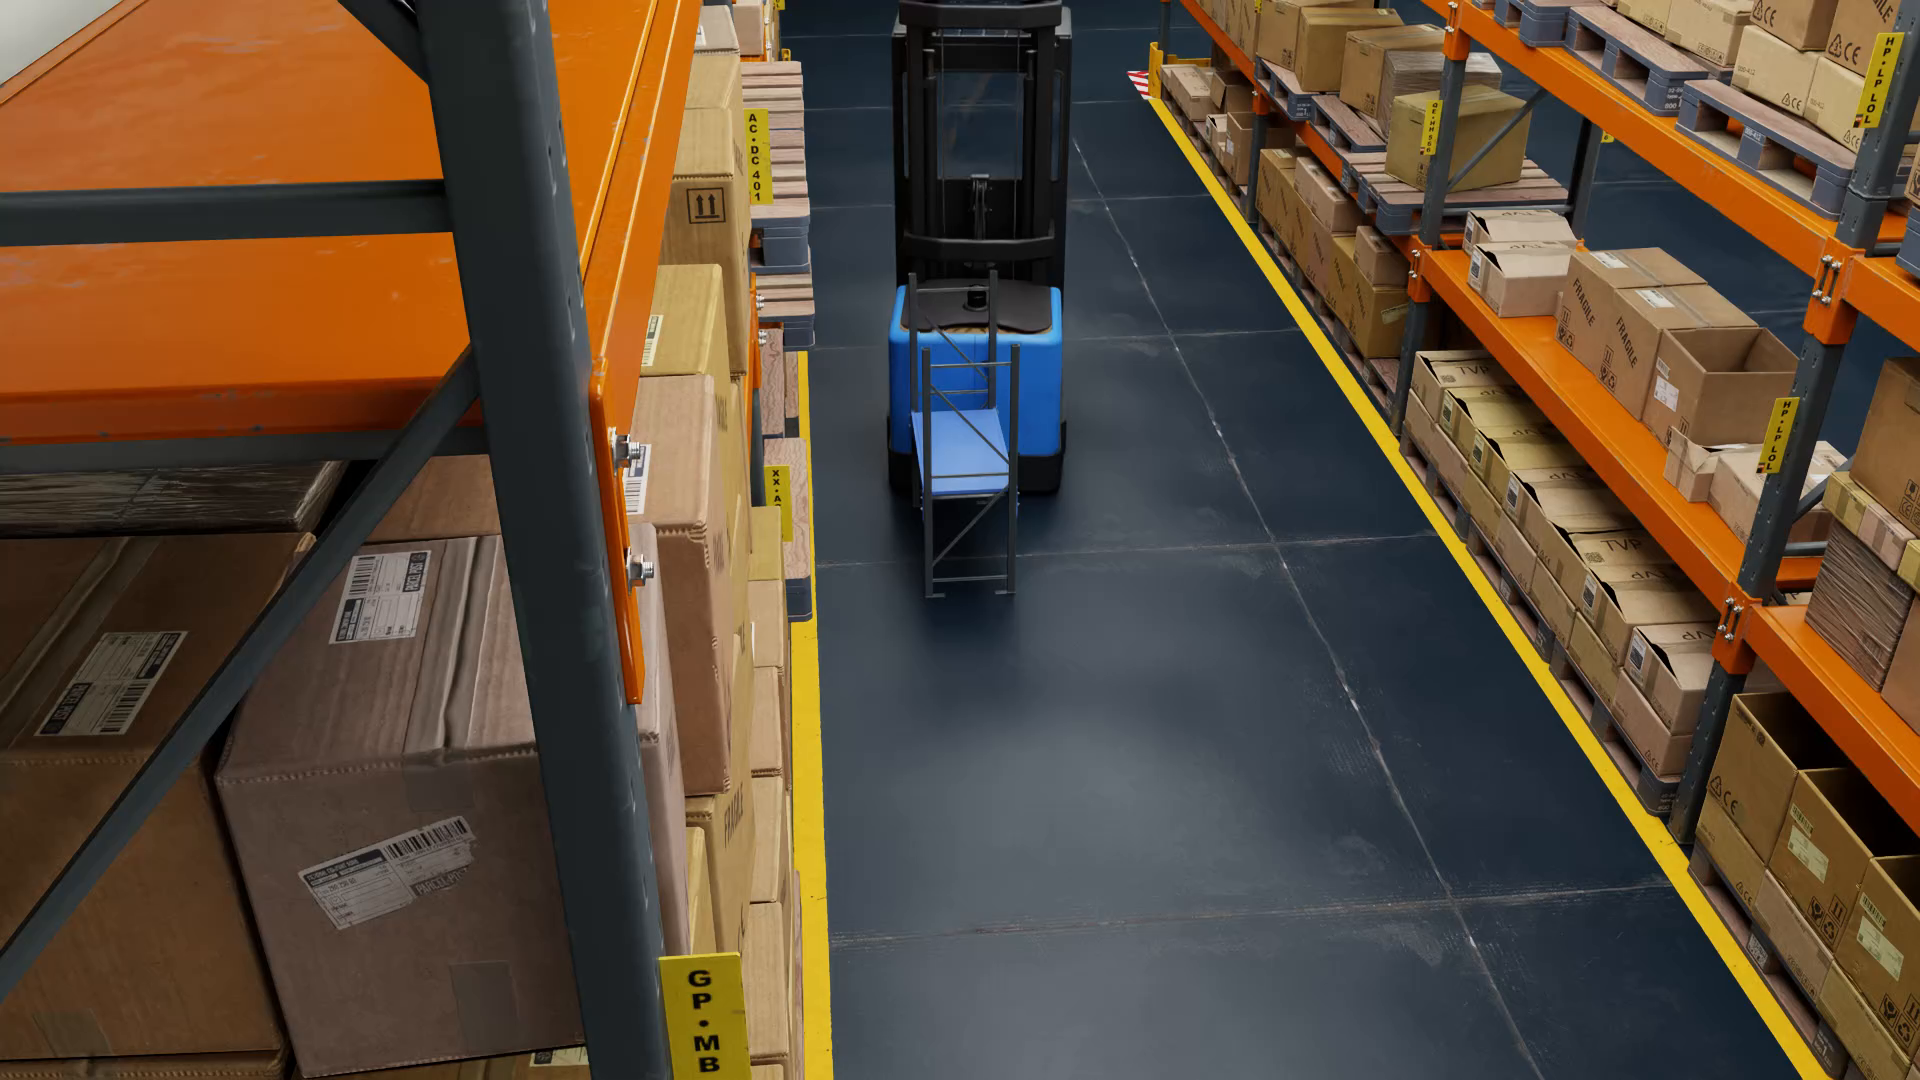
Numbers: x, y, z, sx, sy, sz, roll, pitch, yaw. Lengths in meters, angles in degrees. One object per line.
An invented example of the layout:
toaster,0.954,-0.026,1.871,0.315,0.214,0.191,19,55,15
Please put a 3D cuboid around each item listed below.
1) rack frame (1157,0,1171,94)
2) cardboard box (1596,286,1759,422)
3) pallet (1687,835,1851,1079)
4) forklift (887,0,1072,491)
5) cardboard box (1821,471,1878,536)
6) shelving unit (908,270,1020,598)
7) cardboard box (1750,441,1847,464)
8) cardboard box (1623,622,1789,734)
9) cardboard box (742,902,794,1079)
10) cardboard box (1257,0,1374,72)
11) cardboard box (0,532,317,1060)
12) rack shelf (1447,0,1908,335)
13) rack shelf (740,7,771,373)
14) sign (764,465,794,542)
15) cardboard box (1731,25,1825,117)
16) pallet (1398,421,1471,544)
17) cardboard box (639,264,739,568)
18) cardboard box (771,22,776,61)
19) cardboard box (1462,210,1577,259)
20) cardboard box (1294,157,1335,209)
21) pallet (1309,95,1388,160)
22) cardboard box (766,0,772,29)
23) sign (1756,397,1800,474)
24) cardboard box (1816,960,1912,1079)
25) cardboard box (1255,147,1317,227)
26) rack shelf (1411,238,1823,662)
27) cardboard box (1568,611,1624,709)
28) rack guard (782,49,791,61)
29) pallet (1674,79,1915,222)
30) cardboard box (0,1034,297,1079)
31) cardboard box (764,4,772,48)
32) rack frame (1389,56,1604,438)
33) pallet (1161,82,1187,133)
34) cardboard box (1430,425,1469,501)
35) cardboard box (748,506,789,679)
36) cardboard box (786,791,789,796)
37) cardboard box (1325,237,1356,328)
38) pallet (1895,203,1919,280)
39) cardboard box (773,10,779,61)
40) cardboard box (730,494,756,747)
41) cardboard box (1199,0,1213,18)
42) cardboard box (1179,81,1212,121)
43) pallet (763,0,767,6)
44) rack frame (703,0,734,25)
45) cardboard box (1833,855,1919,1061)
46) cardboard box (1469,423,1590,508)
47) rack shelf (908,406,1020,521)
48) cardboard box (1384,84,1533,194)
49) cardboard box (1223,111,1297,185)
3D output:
rack frame,2.591,-6.098,17.034,1.000,3.000,0.127,-3,31,-5
cardboard box,3.561,-0.932,8.287,0.500,0.500,0.500,-3,31,-5
pallet,3.745,1.634,6.809,1.003,0.211,1.213,-3,31,-5
forklift,0.140,-2.277,10.703,1.130,2.935,3.031,1,31,2
cardboard box,3.545,-0.146,6.340,0.380,0.149,0.250,-3,31,-5
shelving unit,0.008,-0.600,9.292,0.538,1.500,1.048,-3,31,-5
cardboard box,3.833,-0.326,7.615,0.380,0.149,0.250,-3,31,-5
cardboard box,3.389,0.595,7.554,0.500,0.311,0.500,-3,31,-5
cardboard box,-0.669,1.269,4.096,0.500,0.500,0.500,-4,31,-6
cardboard box,2.787,-4.026,13.059,0.700,0.500,0.500,-13,33,-21
cardboard box,-1.146,0.334,2.248,0.500,0.500,0.500,-1,31,-2
rack shelf,3.526,-1.971,7.902,1.077,0.370,4.000,-3,31,-5
rack shelf,-1.406,-1.732,7.501,1.077,0.370,4.000,-3,31,-5
sign,-0.679,-0.134,6.204,0.100,0.325,0.005,-3,31,-5
cardboard box,3.611,-1.970,6.935,0.500,0.250,0.500,-6,31,-9
pallet,3.377,-0.394,10.204,1.003,0.211,1.213,-3,31,-5
cardboard box,-0.695,-0.186,3.120,0.500,0.500,0.500,-2,31,-3
cardboard box,-1.615,-3.512,12.298,0.500,0.500,0.500,-3,31,-4
cardboard box,3.329,-1.787,9.904,0.500,0.311,0.500,-1,31,-1
cardboard box,2.861,-2.724,12.663,0.500,0.250,0.500,-3,31,-4
pallet,3.153,-2.924,11.907,1.003,0.211,1.213,-3,31,-5
cardboard box,-1.630,-3.830,12.098,0.500,0.250,0.500,-2,31,-4
sign,3.173,-0.403,6.448,0.100,0.325,0.005,-3,31,-5
cardboard box,3.537,1.791,6.098,0.500,0.250,0.500,-3,31,-5
cardboard box,2.768,-2.913,13.710,0.500,0.500,0.500,-4,31,-7
rack shelf,3.526,-0.684,8.671,1.077,0.370,4.000,-3,31,-5
cardboard box,3.340,0.573,8.138,0.500,0.250,0.500,-3,31,-5
rack guard,-2.342,-4.798,17.295,1.175,0.500,0.348,-3,31,-5
pallet,3.617,-1.627,6.810,0.805,0.209,1.217,-4,31,-7
cardboard box,-1.136,0.770,2.494,0.500,0.500,0.500,-1,31,-1
cardboard box,-1.582,-3.569,11.662,0.500,0.250,0.500,-2,31,-4
rack frame,3.339,-2.014,10.196,1.000,3.000,0.127,-3,31,-5
pallet,2.674,-4.455,17.003,1.003,0.211,1.213,-3,31,-5
cardboard box,3.143,-0.475,9.892,0.500,0.250,0.500,-4,31,-6
cardboard box,-0.867,0.228,5.838,0.500,0.500,0.500,-3,31,-5
cardboard box,-0.835,0.806,5.603,0.500,0.250,0.500,-3,31,-4
cardboard box,2.970,-1.860,11.947,0.500,0.500,0.500,-4,31,-6
pallet,3.818,-0.787,5.303,1.003,0.211,1.213,-3,31,-5
cardboard box,-2.001,-4.223,13.602,0.980,0.700,0.700,-2,31,-4
cardboard box,-0.695,0.247,3.369,0.500,0.500,0.500,-1,31,-2
cardboard box,2.513,-5.127,15.311,0.500,0.500,0.500,-2,31,-4
cardboard box,2.453,-4.305,16.284,0.500,0.250,0.500,-3,31,-5
pallet,-1.706,-3.307,9.621,1.213,0.211,1.003,-1,31,-2
rack frame,-1.219,-2.308,4.838,1.000,3.000,0.127,-3,31,-5
cardboard box,3.538,1.469,5.906,0.500,0.500,0.500,-3,31,-5
cardboard box,3.198,-0.444,9.294,0.500,0.311,0.500,-4,31,-6
rack shelf,0.008,-0.446,9.385,0.538,0.185,1.000,-3,31,-5
cardboard box,3.168,-2.553,10.592,0.700,0.500,0.500,-13,33,-21
cardboard box,2.630,-3.449,14.607,0.500,0.500,0.500,-3,31,-5
